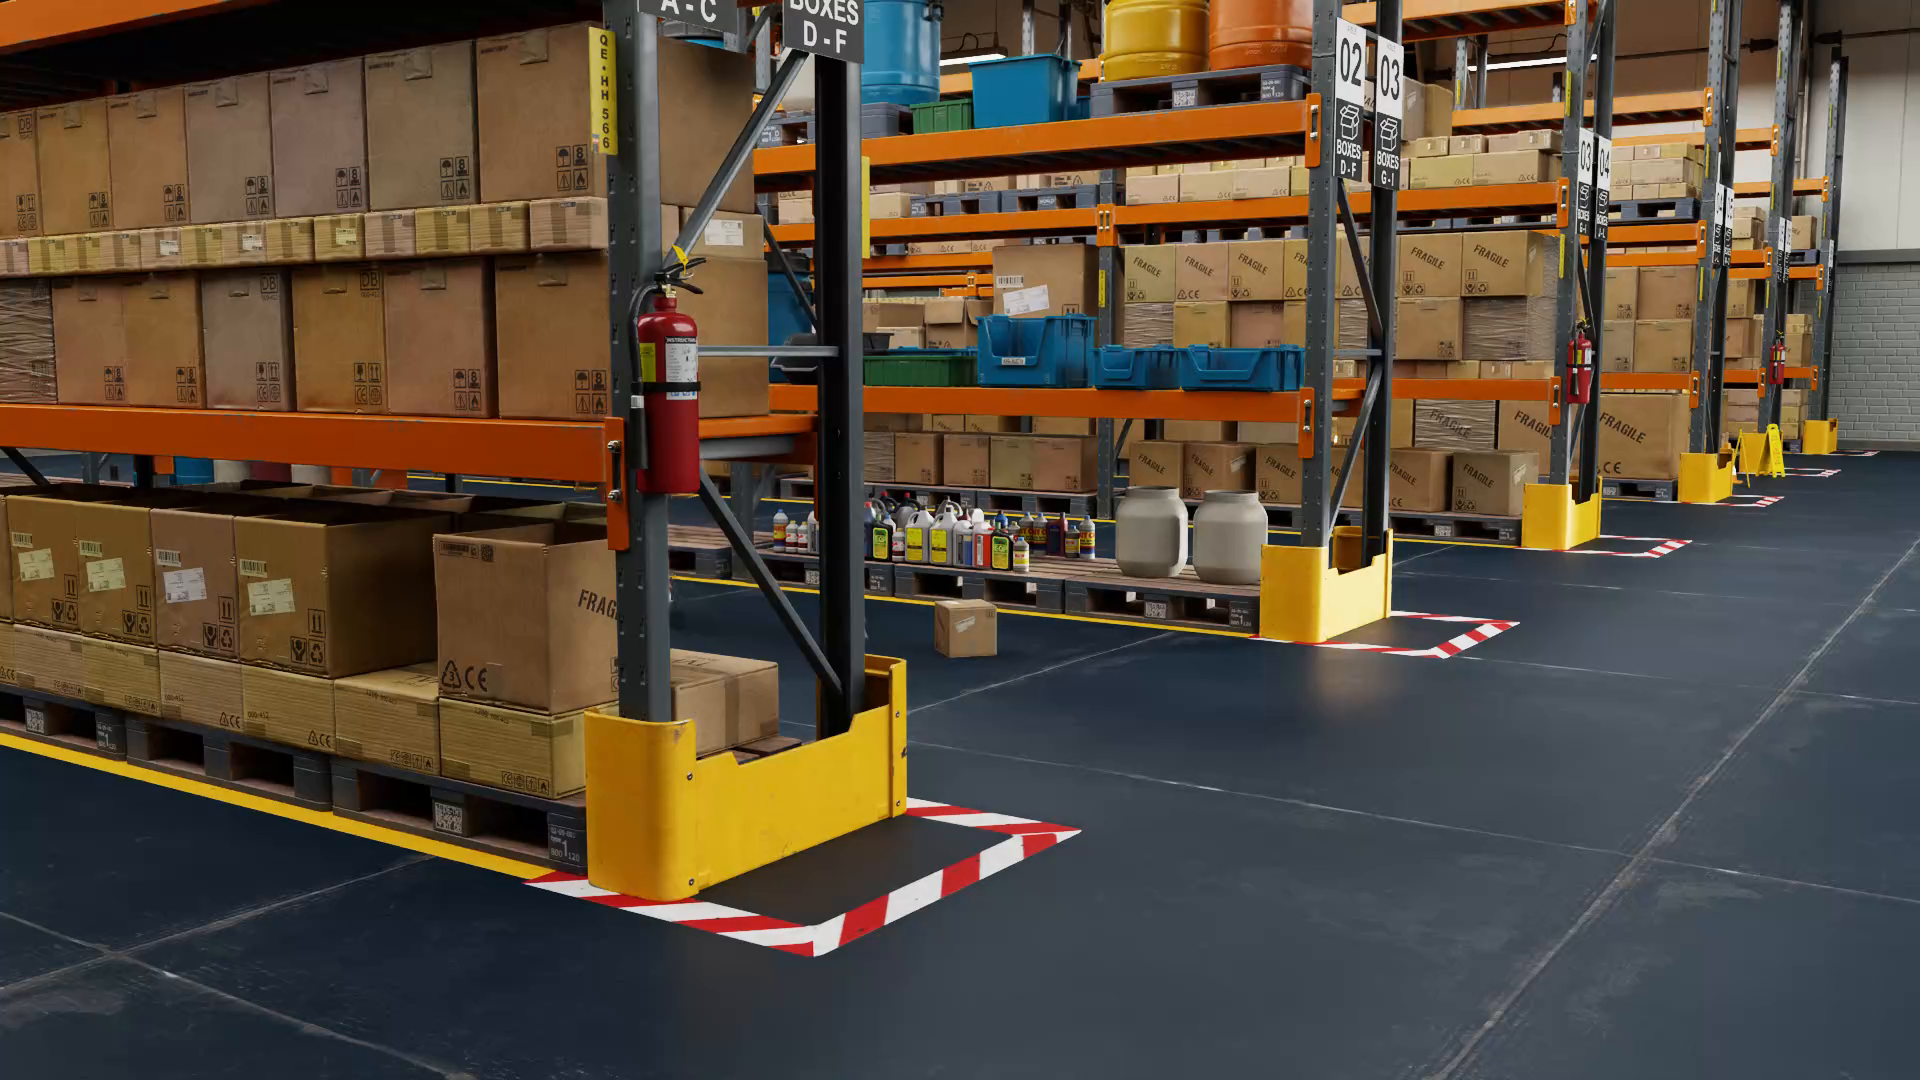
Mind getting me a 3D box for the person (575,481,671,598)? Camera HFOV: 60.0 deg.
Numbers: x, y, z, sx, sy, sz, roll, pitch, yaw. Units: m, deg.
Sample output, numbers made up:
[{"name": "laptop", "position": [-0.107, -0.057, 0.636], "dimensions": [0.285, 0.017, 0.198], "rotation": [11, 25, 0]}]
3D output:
[{"name": "person", "position": [-1.940, -0.391, 9.517], "dimensions": [0.999, 1.618, 0.460], "rotation": [6, 9, 44]}]
